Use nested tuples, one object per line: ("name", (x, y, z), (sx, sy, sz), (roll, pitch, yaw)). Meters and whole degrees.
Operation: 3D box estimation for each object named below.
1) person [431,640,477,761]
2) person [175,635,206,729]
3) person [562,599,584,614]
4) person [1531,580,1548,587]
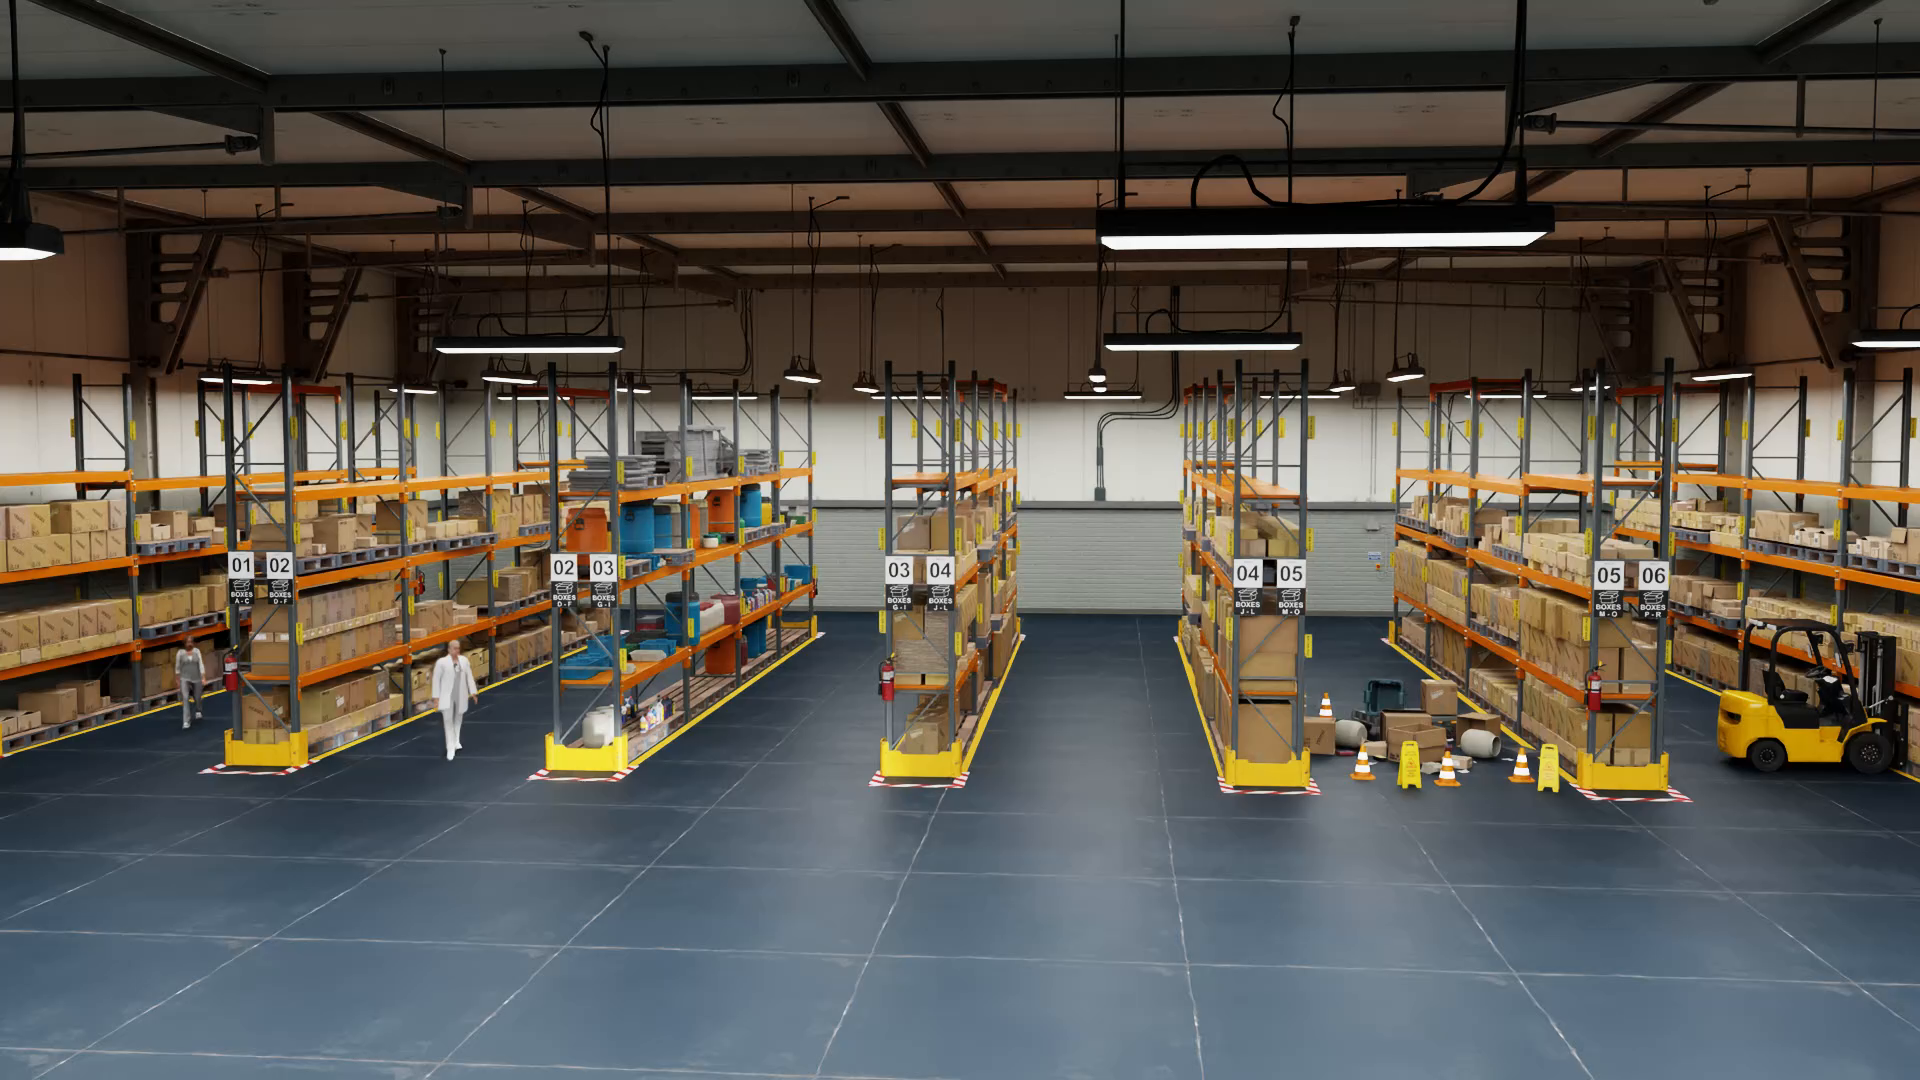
("person", (-7.813, 2.443, 25.686), (0.672, 1.796, 0.950), (-2, 4, -28))
("person", (-13.008, 2.361, 28.118), (0.479, 1.536, 1.003), (-2, 4, -22))
("person", (-9.816, 1.340, 42.354), (1.165, 1.694, 0.533), (1, 4, 9))
("person", (14.486, 1.441, 41.506), (0.972, 1.638, 0.480), (-1, 4, -11))
